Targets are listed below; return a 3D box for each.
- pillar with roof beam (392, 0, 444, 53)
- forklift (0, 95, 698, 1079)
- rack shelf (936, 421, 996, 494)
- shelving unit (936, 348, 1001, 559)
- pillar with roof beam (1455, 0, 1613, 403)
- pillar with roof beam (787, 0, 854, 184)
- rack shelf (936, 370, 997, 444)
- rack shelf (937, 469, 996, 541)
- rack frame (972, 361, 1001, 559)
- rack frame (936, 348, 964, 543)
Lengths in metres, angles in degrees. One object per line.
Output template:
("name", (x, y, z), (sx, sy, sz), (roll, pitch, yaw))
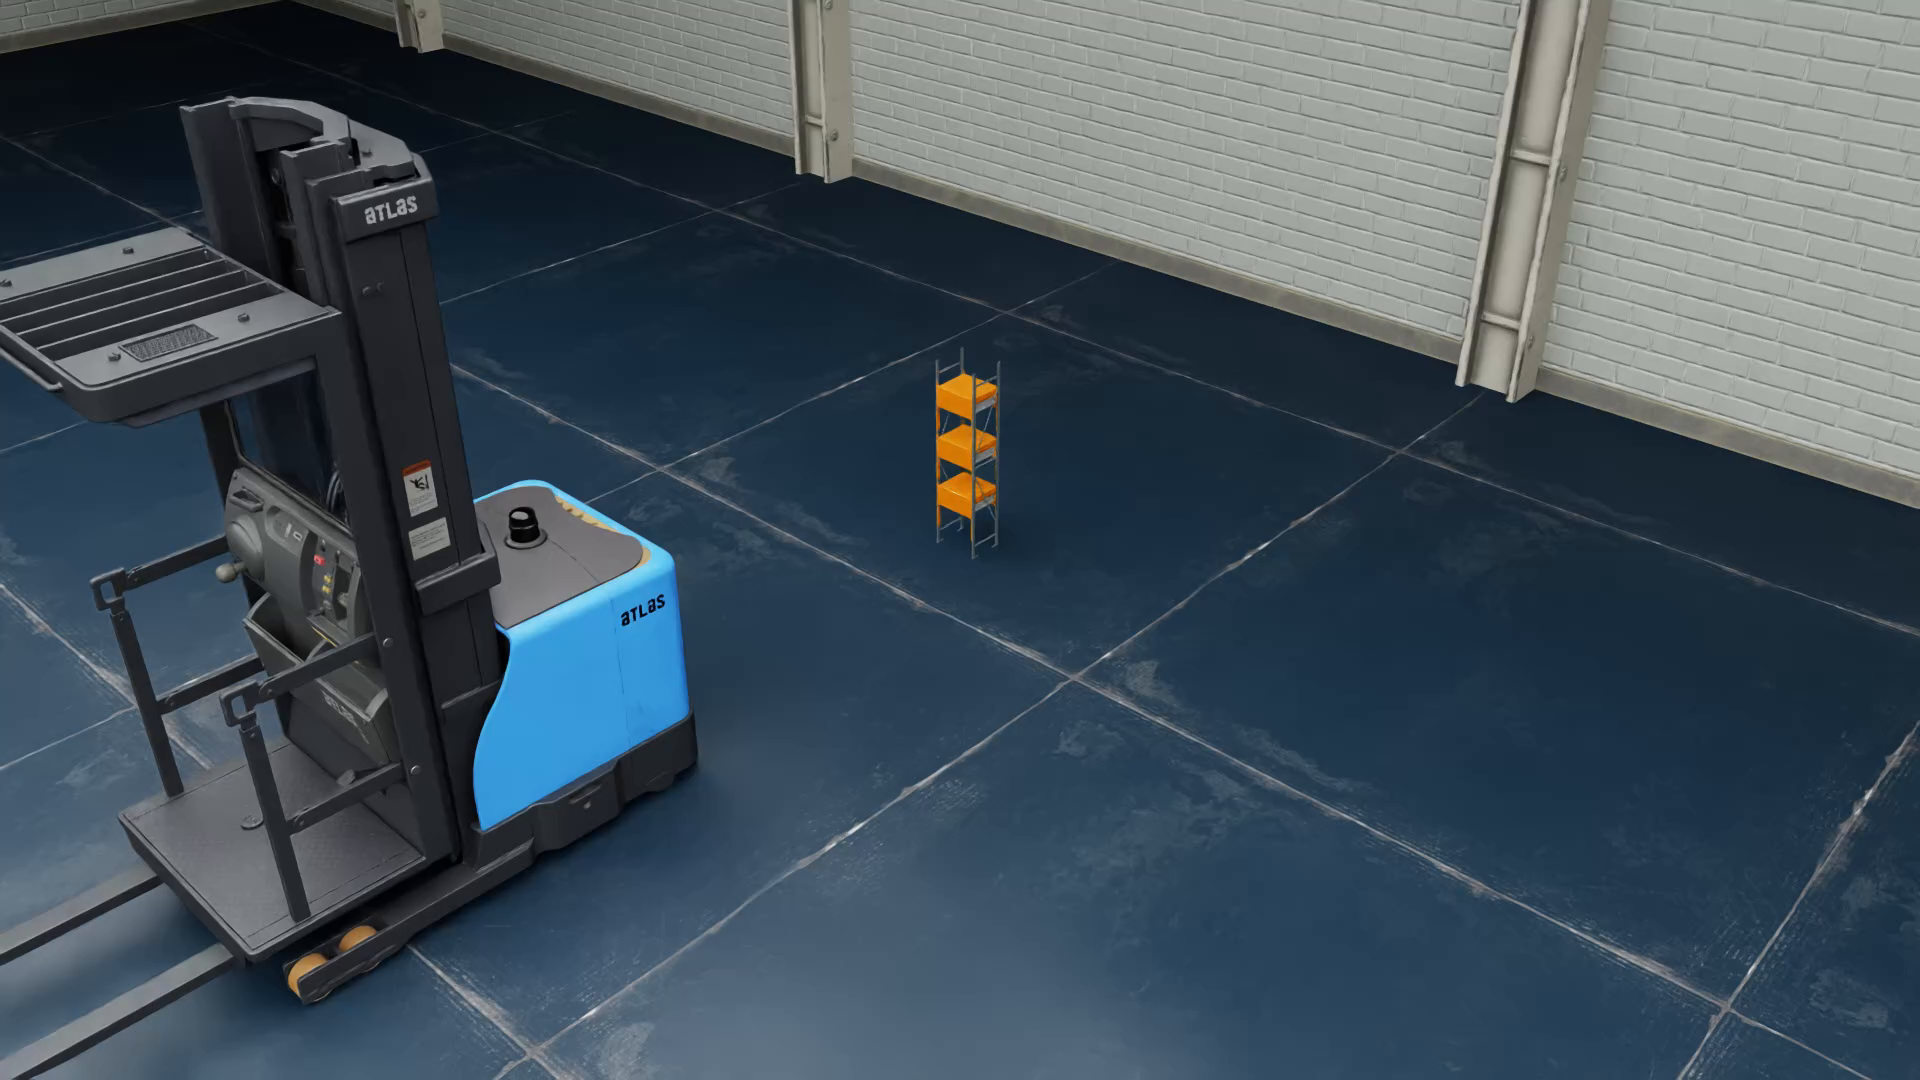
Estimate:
("pillar with roof beam", (-8.455, -7.322, 12.188), (0.400, 9.000, 9.100), (25, 39, 35))
("forklift", (-2.494, 0.105, 5.733), (1.130, 2.935, 3.031), (26, 40, 36))
("rack shelf", (0.040, -0.422, 8.454), (0.240, 0.259, 0.215), (25, 39, 35))
("shelving unit", (0.040, -0.431, 8.448), (0.252, 1.050, 0.215), (25, 39, 35))
("pillar with roof beam", (0.442, -3.169, 5.290), (0.400, 9.000, 9.100), (25, 39, 35))
("pillar with roof beam", (-4.006, -5.246, 8.739), (0.400, 9.000, 9.100), (25, 39, 35))
("rack shelf", (0.040, -0.665, 8.308), (0.240, 0.259, 0.215), (25, 39, 35))
("rack shelf", (0.040, -0.184, 8.597), (0.240, 0.259, 0.215), (25, 39, 35))
("rack frame", (0.130, -0.389, 8.378), (0.008, 1.050, 0.200), (25, 39, 35))
("rack frame", (-0.051, -0.473, 8.519), (0.008, 1.050, 0.200), (25, 39, 35))
